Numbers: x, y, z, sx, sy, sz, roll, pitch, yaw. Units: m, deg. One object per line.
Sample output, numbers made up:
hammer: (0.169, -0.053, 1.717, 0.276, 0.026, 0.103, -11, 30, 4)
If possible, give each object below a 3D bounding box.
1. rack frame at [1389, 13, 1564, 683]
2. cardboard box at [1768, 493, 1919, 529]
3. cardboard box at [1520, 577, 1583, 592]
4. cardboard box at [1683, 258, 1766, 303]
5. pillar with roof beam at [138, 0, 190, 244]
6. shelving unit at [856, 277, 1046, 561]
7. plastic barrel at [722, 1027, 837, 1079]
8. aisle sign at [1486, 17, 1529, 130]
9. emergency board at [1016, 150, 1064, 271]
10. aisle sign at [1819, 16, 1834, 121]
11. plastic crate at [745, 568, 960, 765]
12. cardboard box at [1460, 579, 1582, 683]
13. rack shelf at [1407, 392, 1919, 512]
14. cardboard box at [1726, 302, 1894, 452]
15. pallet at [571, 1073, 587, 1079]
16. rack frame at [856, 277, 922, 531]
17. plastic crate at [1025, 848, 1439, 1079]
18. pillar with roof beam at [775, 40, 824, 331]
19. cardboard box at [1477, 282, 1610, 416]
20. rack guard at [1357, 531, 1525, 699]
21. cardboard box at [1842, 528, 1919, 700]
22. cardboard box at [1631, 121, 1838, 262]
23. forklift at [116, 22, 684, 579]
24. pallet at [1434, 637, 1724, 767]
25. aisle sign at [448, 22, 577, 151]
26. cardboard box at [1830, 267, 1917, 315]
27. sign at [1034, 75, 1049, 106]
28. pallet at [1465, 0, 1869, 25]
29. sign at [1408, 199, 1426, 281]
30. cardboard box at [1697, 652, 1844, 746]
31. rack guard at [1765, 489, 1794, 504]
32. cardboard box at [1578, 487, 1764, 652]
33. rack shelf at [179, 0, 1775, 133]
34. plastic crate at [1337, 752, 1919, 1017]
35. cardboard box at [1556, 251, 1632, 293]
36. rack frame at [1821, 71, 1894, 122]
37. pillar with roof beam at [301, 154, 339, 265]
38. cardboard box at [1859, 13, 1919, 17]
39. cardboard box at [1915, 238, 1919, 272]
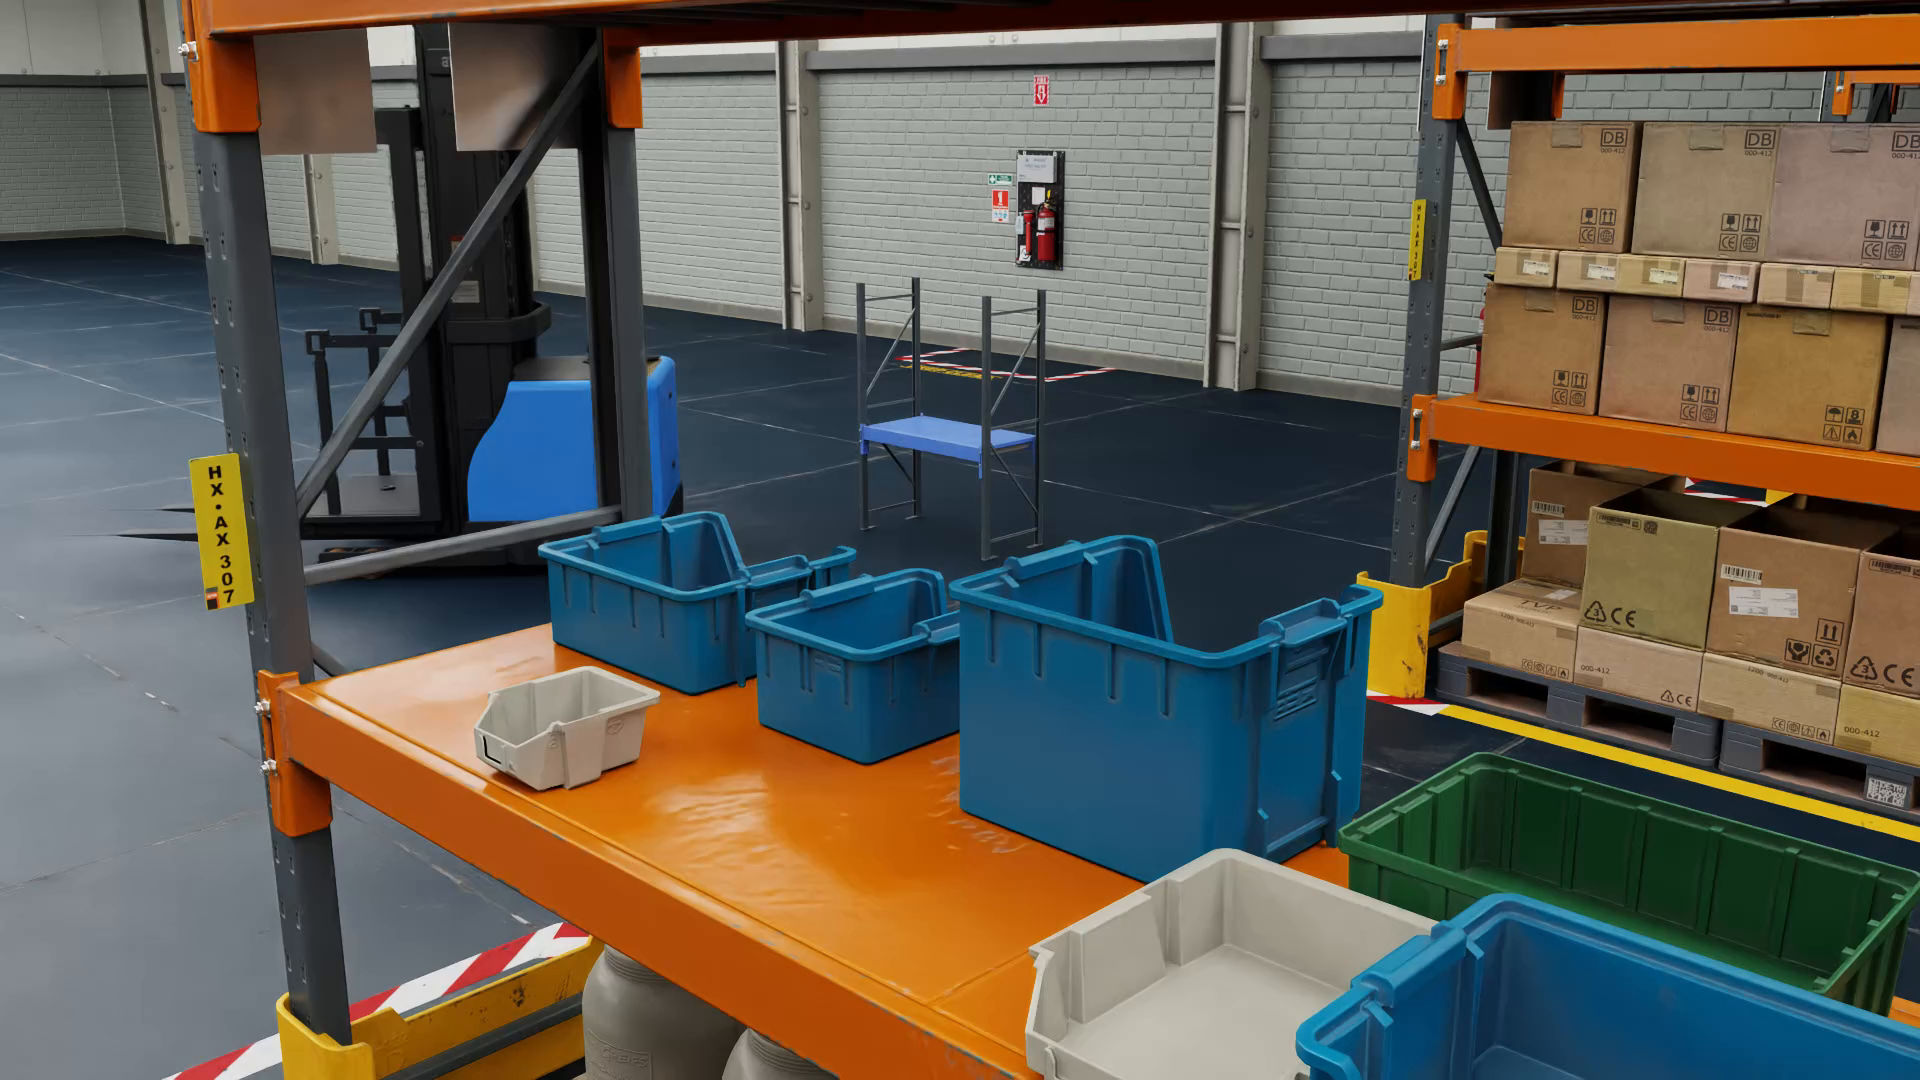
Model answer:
rack frame: (2.274, -0.880, 7.361, 0.127, 3.000, 1.000, 14, 20, 42)
cardboard box: (3.597, 0.096, 6.746, 0.500, 0.500, 0.500, 14, 20, 42)
cardboard box: (2.865, 0.287, 7.501, 0.500, 0.250, 0.500, 14, 20, 42)
cardboard box: (2.958, -1.001, 6.338, 0.250, 0.149, 0.380, 13, 20, 41)
pillar with roof beam: (-17.770, -9.187, 27.342, 0.400, 9.000, 9.100, 14, 20, 42)
shelving unit: (-0.061, -0.741, 9.800, 1.048, 1.500, 0.538, 14, 20, 42)
plastic barrel: (-0.279, 1.208, 3.449, 0.421, 0.512, 0.421, 0, 15, 0)
aisle sign: (2.431, -2.203, 7.282, 0.004, 0.787, 0.394, 14, 20, 42)
emergency board: (0.742, -3.304, 16.664, 0.643, 1.169, 0.194, 14, 20, 42)
aisle sign: (5.450, -2.996, 10.326, 0.004, 0.787, 0.394, 14, 20, 42)
plastic crate: (-0.135, 0.238, 3.364, 0.408, 0.251, 0.499, 14, 20, 42)
cardboard box: (2.506, 0.381, 7.140, 0.500, 0.250, 0.500, 14, 20, 42)
rack shelf: (3.714, -0.182, 6.109, 4.000, 0.370, 1.077, 14, 20, 42)
cardboard box: (3.336, -0.666, 6.339, 0.500, 0.500, 0.700, 14, 20, 43)
pallet: (-0.498, 1.515, 3.697, 1.213, 0.211, 1.003, 14, 20, 42)
rack frame: (-0.427, -0.830, 10.142, 0.032, 1.500, 0.500, 14, 20, 42)
plastic crate: (0.368, 0.608, 2.174, 0.437, 0.136, 0.530, 14, 20, 42)
pillar with roof beam: (-4.813, -6.036, 15.252, 0.400, 9.000, 9.100, 14, 20, 42)
cardboard box: (2.601, -0.845, 7.026, 0.500, 0.500, 0.700, 14, 20, 42)
rack guard: (2.257, 0.325, 7.693, 0.348, 0.500, 1.175, 14, 20, 42)
cardboard box: (3.584, 0.281, 6.036, 0.500, 0.500, 0.500, 14, 20, 42)
cardboard box: (3.022, -1.372, 6.478, 0.500, 0.500, 0.700, 13, 19, 41)
forklift: (-3.165, -1.339, 9.259, 3.031, 2.935, 1.130, -1, 15, -3)
pallet: (2.854, 0.595, 7.228, 1.213, 0.211, 1.003, 14, 20, 42)
aisle sign: (-1.012, -1.306, 3.841, 0.004, 0.787, 0.394, 14, 20, 42)
cardboard box: (3.336, -0.910, 5.990, 0.250, 0.149, 0.380, 13, 20, 41)
sign: (0.806, -4.445, 16.446, 0.199, 0.298, 0.001, 14, 20, 42)
pallet: (2.765, -2.161, 6.501, 1.213, 0.211, 1.003, 14, 20, 42)
sign: (1.885, -1.238, 6.860, 0.005, 0.325, 0.100, 14, 20, 42)
cardboard box: (3.228, 0.556, 6.471, 0.500, 0.250, 0.500, 14, 20, 42)
rack guard: (5.764, -0.557, 11.079, 0.348, 0.500, 1.175, 14, 20, 42)
cardboard box: (2.867, 0.106, 6.711, 0.500, 0.500, 0.500, 14, 20, 42)
rack shelf: (0.273, -0.735, 2.282, 4.000, 0.370, 1.077, 14, 20, 42)
plastic crate: (0.931, 0.532, 2.362, 0.662, 0.188, 0.450, 14, 20, 42)
cardboard box: (2.599, -1.089, 6.678, 0.250, 0.149, 0.380, 13, 19, 41)
rack frame: (5.710, -1.780, 10.815, 0.127, 3.000, 1.000, 14, 20, 42)
pillar with roof beam: (-13.451, -8.137, 23.312, 0.400, 9.000, 9.100, 14, 20, 42)
cardboard box: (5.777, -3.186, 10.023, 0.500, 0.500, 0.500, -14, 20, -43)
cardboard box: (3.746, -1.196, 5.803, 0.500, 0.500, 0.700, 14, 20, 42)
